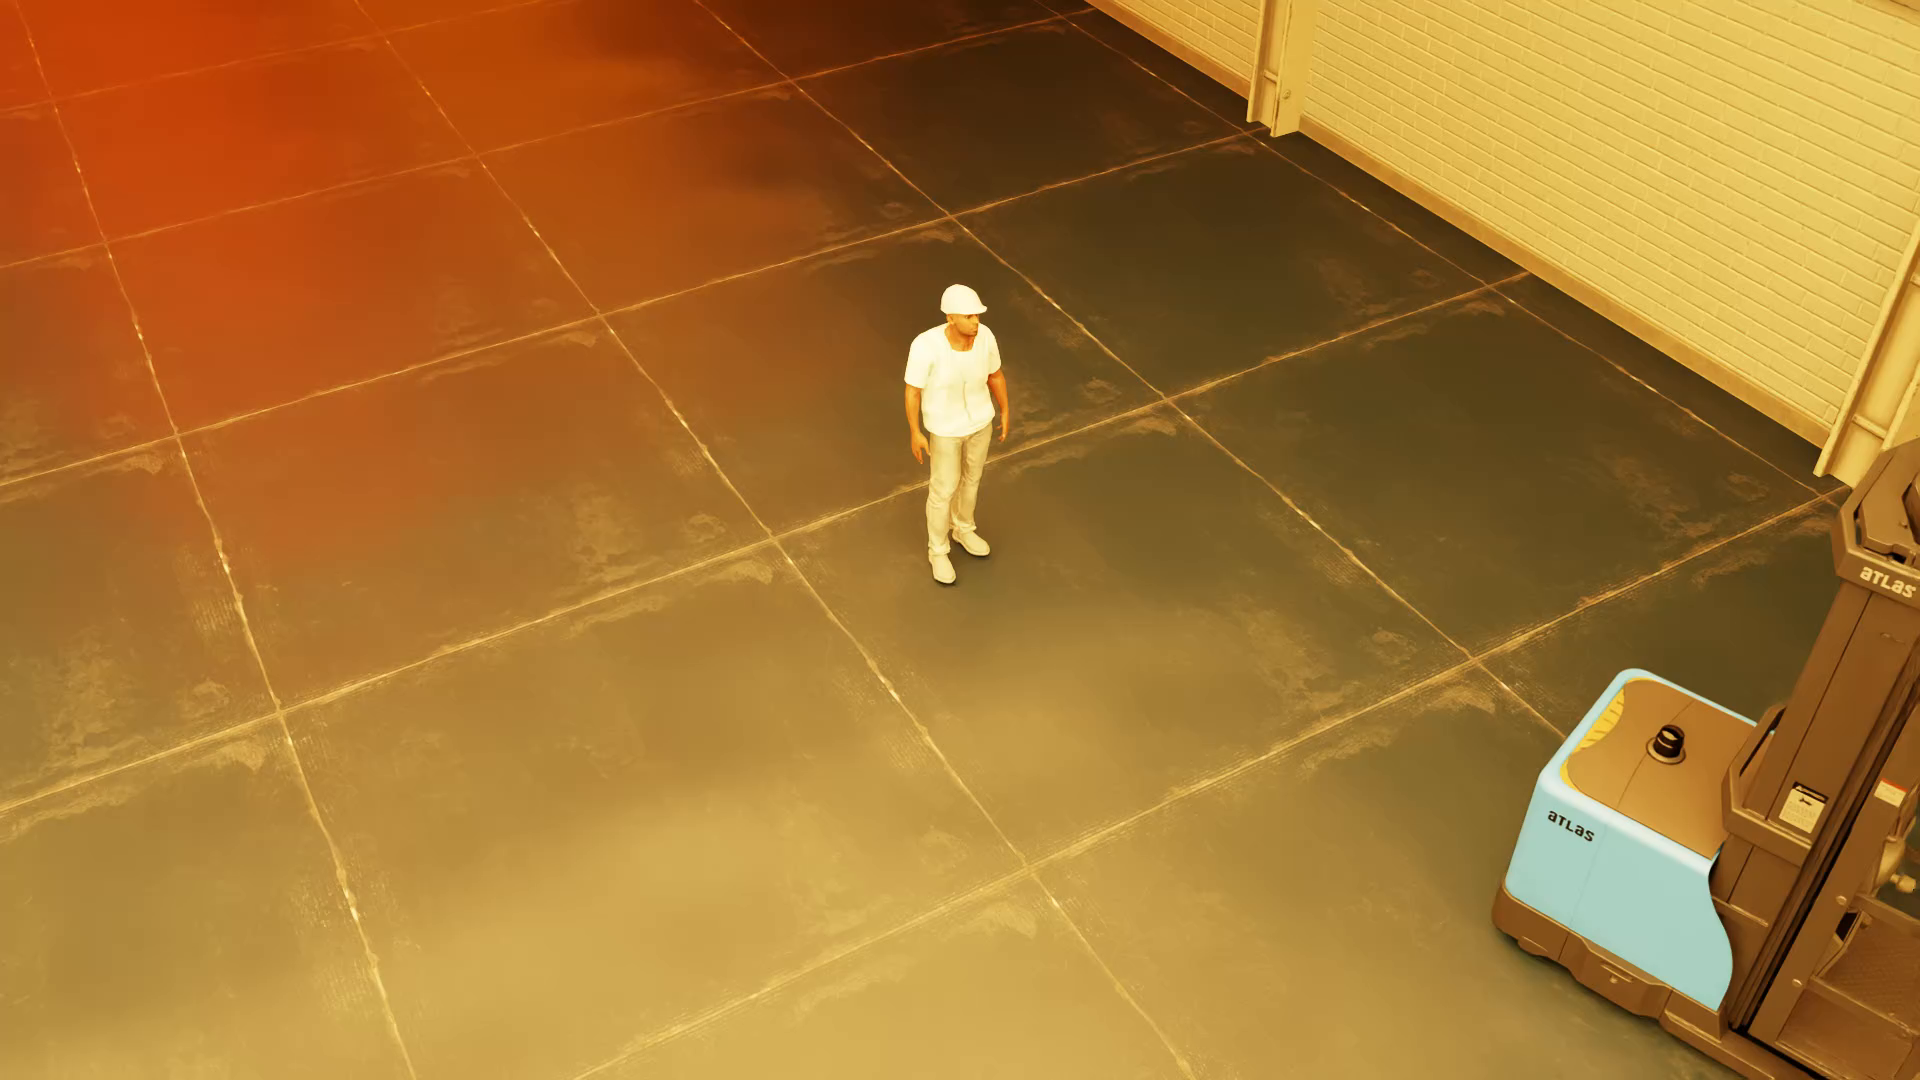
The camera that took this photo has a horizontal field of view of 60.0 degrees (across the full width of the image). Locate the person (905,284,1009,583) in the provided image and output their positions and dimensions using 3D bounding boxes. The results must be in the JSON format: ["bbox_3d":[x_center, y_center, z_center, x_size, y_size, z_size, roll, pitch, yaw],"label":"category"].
[{"bbox_3d":[0.029,-0.645,9.715,0.665,1.765,0.577,-20,44,-23],"label":"person"}]

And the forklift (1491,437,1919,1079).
[{"bbox_3d":[4.014,1.133,6.671,3.031,2.935,1.130,29,48,30],"label":"forklift"}]
